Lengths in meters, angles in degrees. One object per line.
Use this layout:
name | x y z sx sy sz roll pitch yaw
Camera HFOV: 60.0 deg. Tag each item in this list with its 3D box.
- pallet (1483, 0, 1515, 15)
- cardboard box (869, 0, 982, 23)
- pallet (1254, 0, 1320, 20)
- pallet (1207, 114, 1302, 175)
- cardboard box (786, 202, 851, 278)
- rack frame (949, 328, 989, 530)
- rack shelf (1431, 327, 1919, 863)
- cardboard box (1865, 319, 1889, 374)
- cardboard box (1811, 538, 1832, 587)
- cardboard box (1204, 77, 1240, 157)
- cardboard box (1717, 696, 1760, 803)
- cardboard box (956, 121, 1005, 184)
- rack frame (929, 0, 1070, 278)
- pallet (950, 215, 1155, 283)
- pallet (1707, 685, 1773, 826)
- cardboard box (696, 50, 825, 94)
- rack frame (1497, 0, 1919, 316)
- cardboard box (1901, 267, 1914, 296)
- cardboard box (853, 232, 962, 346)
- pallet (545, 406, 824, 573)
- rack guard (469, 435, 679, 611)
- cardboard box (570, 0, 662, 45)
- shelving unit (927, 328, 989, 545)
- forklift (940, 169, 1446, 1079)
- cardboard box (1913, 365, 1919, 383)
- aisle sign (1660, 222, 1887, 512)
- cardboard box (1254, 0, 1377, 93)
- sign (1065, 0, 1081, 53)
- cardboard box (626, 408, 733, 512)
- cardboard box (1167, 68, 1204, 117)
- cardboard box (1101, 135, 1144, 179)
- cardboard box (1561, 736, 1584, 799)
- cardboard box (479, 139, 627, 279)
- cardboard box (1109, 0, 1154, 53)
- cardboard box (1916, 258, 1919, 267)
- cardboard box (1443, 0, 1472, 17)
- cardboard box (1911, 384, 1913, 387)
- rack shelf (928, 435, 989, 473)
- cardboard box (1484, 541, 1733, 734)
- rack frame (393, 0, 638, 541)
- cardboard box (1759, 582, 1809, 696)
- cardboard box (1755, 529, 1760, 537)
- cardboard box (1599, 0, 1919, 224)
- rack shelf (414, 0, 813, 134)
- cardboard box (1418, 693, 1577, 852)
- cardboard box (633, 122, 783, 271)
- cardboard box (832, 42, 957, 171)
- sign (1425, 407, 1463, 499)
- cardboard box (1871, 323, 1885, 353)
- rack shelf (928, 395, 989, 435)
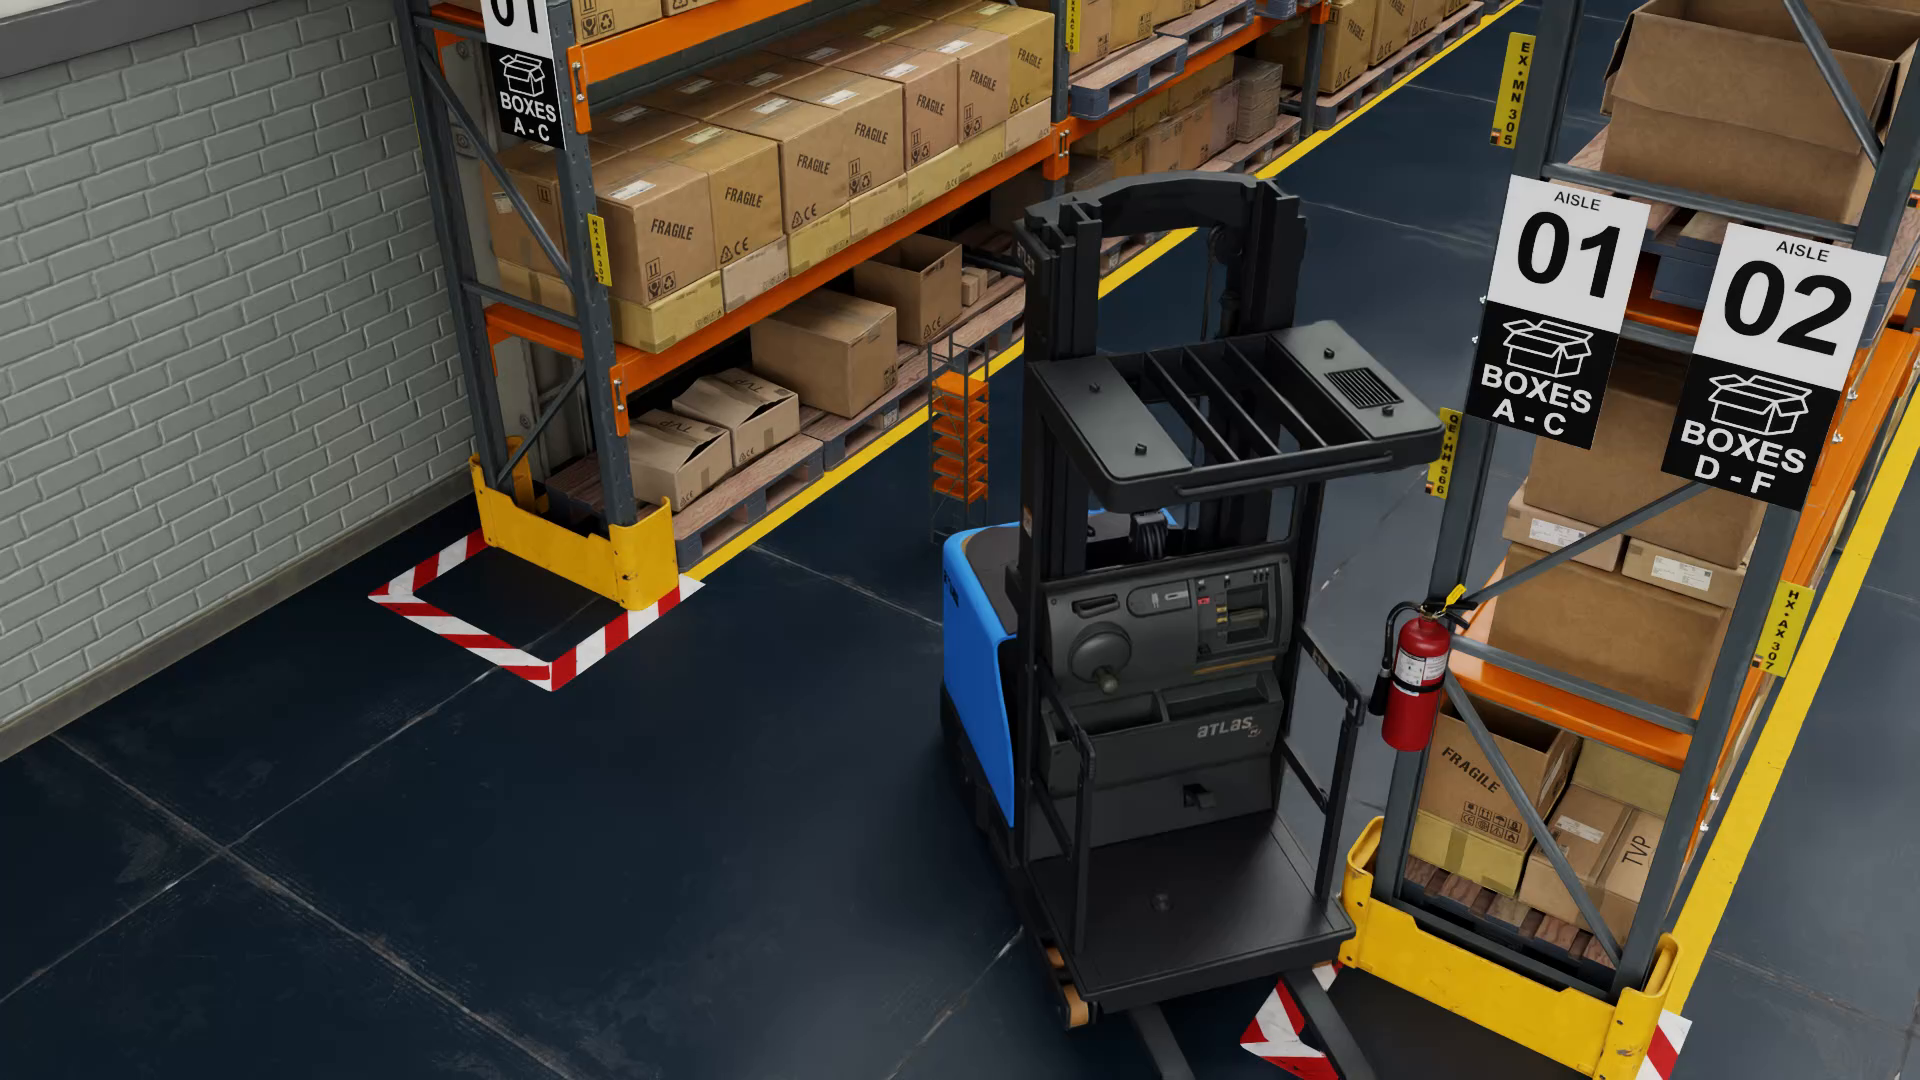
pallet | 5.293 -5.793 17.303 1.003 0.211 1.213 21 39 28
cardboard box | -0.206 -3.048 10.202 0.500 0.500 0.500 20 39 27
pallet | 2.196 -4.340 12.838 1.213 0.211 1.003 21 39 28
pallet | 2.068 -3.268 13.569 1.003 0.211 1.213 21 39 28
cardboard box | -0.928 -1.646 8.797 0.500 0.250 0.500 21 39 27
rack frame | 0.044 -0.532 8.642 0.240 1.200 0.006 21 39 28
rack shelf | 3.165 -0.142 7.100 1.077 0.370 4.000 21 39 28
cardboard box | 4.058 -1.196 7.927 0.700 0.500 0.500 20 39 27
cardboard box | 3.927 0.115 8.158 0.500 0.250 0.500 21 39 28
cardboard box | 1.758 -3.381 13.086 0.700 0.500 0.500 21 39 28
cardboard box | 3.081 0.808 7.132 0.500 0.250 0.500 21 39 28
cardboard box | -0.078 -2.346 9.833 0.500 0.250 0.500 21 40 28
rack frame | 0.234 -2.941 10.597 1.000 3.000 0.127 21 39 28
pallet | 0.677 -2.145 11.909 1.003 0.211 1.213 21 39 28
pallet | 3.123 0.711 7.686 1.003 0.211 1.213 21 39 28
cardboard box | -1.079 -2.341 9.157 0.500 0.500 0.500 22 40 29
rack frame | 2.025 -2.005 3.857 1.000 3.000 0.127 21 39 28
cardboard box | 4.037 -1.243 7.417 0.380 0.149 0.250 20 39 27
cardboard box | -0.325 -1.597 10.449 0.500 0.500 0.500 18 38 25
pallet | -1.511 -0.343 9.244 1.003 0.211 1.213 21 39 28
rack guard | -2.004 -0.100 8.627 1.175 0.500 0.348 21 39 28
cardboard box | -1.651 -2.467 7.111 0.500 0.500 0.500 22 40 29
shelving unit | -0.008 -0.490 8.580 0.258 1.200 0.189 21 39 28
forklift | 0.820 0.359 5.778 1.130 2.935 3.031 -9 35 -14
cardboard box | 5.330 -1.206 9.610 0.500 0.311 0.500 20 39 27
aisle sign | 2.239 -0.469 4.620 0.394 0.787 0.004 21 39 28
cardboard box | 3.042 -4.362 14.242 0.750 0.750 0.750 21 39 28
sign | 0.684 -3.130 10.103 0.100 0.325 0.005 21 39 28
cardboard box | -1.578 -0.458 8.933 0.500 0.311 0.500 17 37 23
cardboard box | 1.481 -3.411 12.461 0.500 0.250 0.500 21 39 28
cardboard box | 0.893 -2.686 12.058 0.700 0.500 0.500 20 39 27
cardboard box | 2.363 0.870 7.041 0.500 0.250 0.500 21 39 28
cardboard box | -1.953 -1.642 8.122 0.500 0.500 0.500 21 39 28
cardboard box | 0.877 -3.643 11.153 0.700 0.500 0.500 26 42 33
cardboard box | 4.979 -1.599 8.837 0.380 0.149 0.250 21 39 28
cardboard box | 4.531 -5.566 16.022 0.750 0.750 0.750 22 40 29
cardboard box | 5.325 -0.976 9.771 0.500 0.250 0.500 20 39 27
rack shelf | -0.008 -0.454 8.605 0.258 0.103 0.180 21 39 28
cardboard box | 2.301 0.228 5.821 0.700 0.500 0.500 21 39 28
rack frame | -2.047 -1.100 7.875 1.000 3.000 0.127 21 39 28
cardboard box | 3.371 0.269 7.260 0.500 0.500 0.500 21 39 28
cardboard box | 2.574 -0.064 5.674 0.380 0.149 0.250 20 39 27
cardboard box | 2.356 -1.300 4.901 0.797 0.503 0.637 24 41 31
rack shelf | -0.907 -2.965 8.597 1.077 0.370 4.000 21 39 28
cardboard box | 2.086 0.793 6.486 0.500 0.500 0.500 21 39 28
cardboard box | -1.238 -1.705 8.216 0.500 0.500 0.500 21 40 28
cardboard box | -0.358 -2.422 9.276 0.500 0.500 0.500 20 39 27
sign | 1.587 -0.277 5.413 0.100 0.325 0.005 21 39 28
cardboard box | 3.601 -0.893 6.901 0.380 0.149 0.250 22 40 29
rack shelf | -0.008 -0.652 8.470 0.258 0.103 0.180 21 39 28
